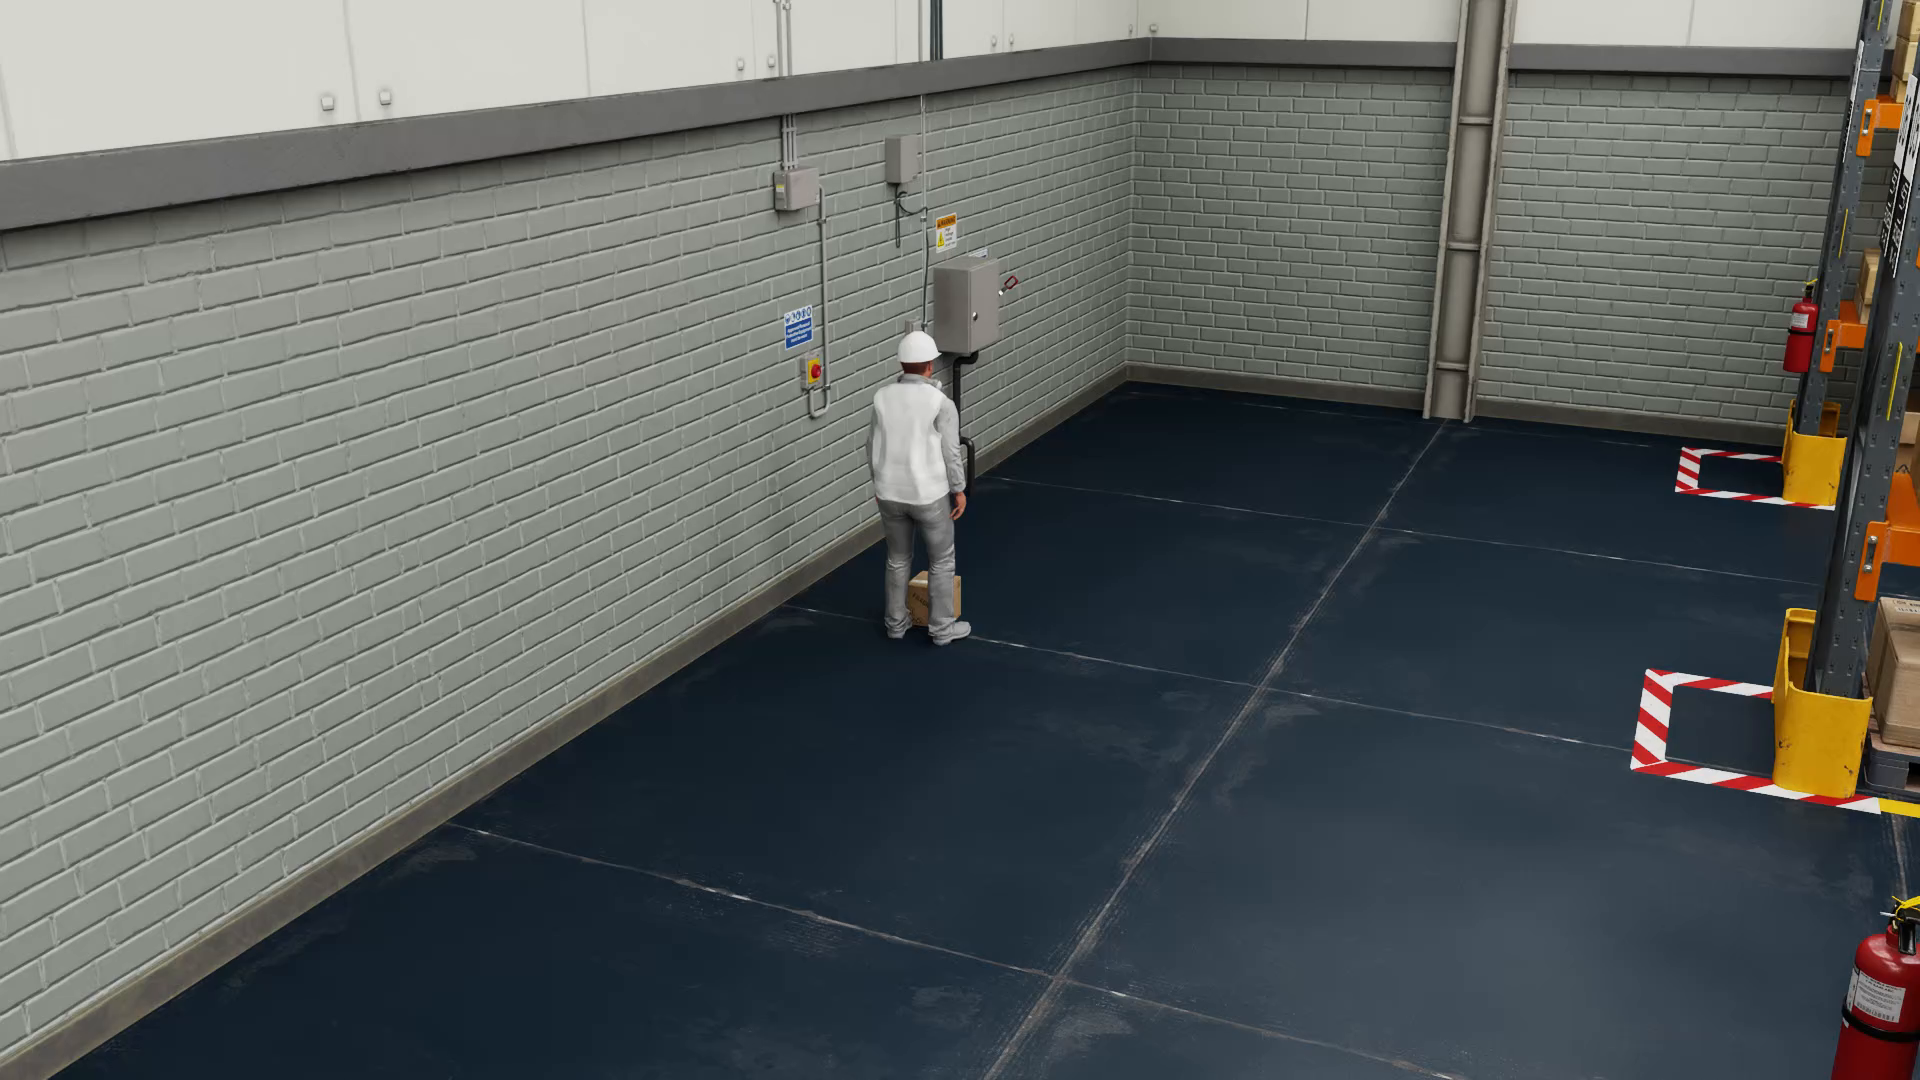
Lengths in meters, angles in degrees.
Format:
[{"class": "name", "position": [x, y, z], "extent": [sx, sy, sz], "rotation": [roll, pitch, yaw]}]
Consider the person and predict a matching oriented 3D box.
[{"class": "person", "position": [-0.243, -0.285, 9.356], "extent": [0.580, 1.771, 0.461], "rotation": [8, 21, 23]}]
